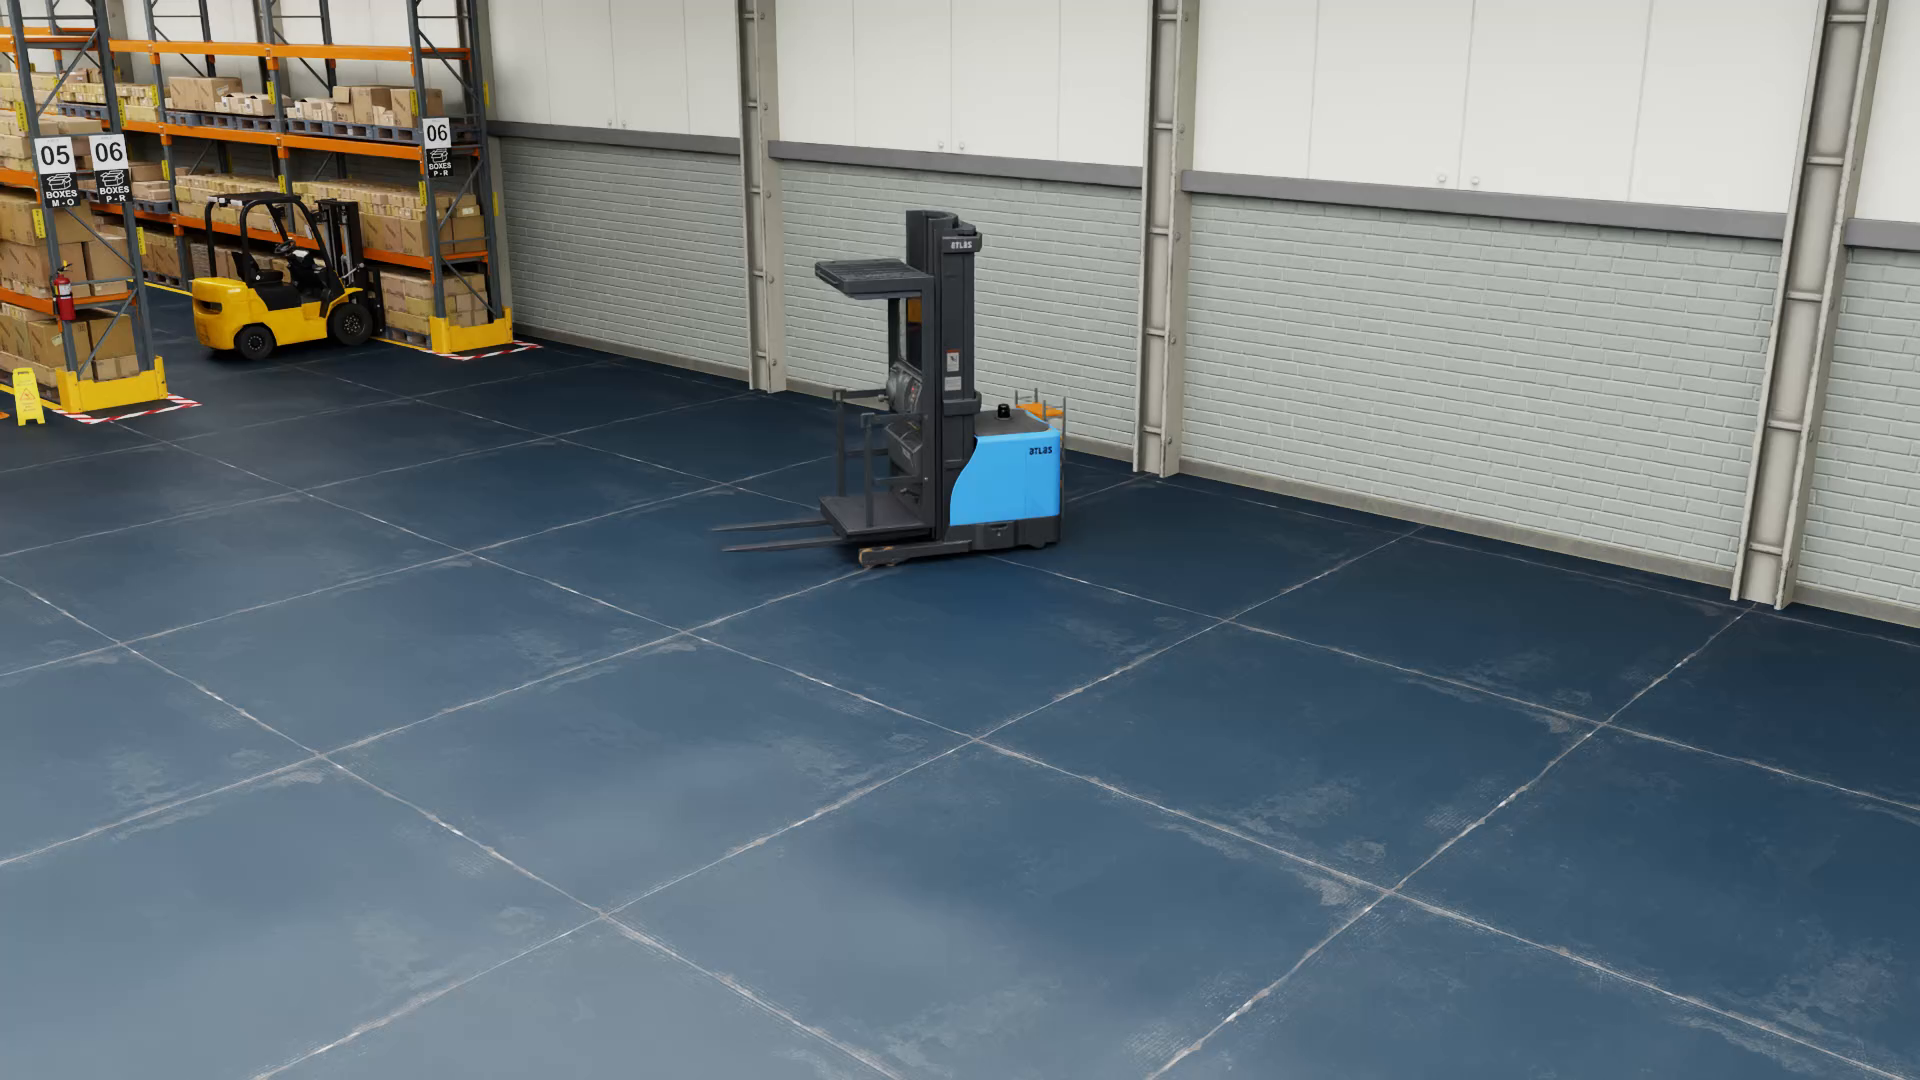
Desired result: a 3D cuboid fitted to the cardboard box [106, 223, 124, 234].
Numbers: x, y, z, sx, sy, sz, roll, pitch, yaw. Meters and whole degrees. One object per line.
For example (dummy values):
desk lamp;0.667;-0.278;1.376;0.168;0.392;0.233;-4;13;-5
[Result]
cardboard box;-15.426;-5.720;30.542;0.250;0.149;0.380;14;22;36

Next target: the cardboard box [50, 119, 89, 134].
cardboard box;-10.622;-4.943;19.866;0.250;0.149;0.380;15;23;39

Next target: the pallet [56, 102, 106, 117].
pallet;-15.534;-7.815;30.129;1.003;0.211;1.213;15;23;39

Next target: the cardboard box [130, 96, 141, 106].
cardboard box;-13.984;-7.538;28.536;0.250;0.149;0.380;15;23;39

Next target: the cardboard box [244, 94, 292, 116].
cardboard box;-10.695;-6.740;25.721;0.500;0.311;0.500;14;22;38

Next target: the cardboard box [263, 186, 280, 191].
cardboard box;-10.748;-5.499;26.243;0.250;0.149;0.380;15;23;39

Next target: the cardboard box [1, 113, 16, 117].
cardboard box;-11.887;-5.322;21.060;0.250;0.149;0.380;15;23;40

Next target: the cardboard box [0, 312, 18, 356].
cardboard box;-11.830;-2.644;21.096;0.500;0.500;0.500;14;23;38

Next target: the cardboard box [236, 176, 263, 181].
cardboard box;-11.810;-5.959;27.692;0.250;0.149;0.380;15;23;39

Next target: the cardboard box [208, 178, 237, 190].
cardboard box;-12.120;-5.852;27.355;0.250;0.149;0.380;15;23;40

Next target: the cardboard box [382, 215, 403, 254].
cardboard box;-7.925;-4.405;23.868;0.500;0.500;0.500;16;24;41

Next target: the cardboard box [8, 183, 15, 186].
cardboard box;-18.683;-7.136;33.054;0.250;0.149;0.380;16;23;41

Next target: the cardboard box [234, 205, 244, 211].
cardboard box;-11.297;-5.428;26.679;0.500;0.250;0.500;16;23;40

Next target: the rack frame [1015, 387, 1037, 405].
rack frame;0.625;-0.850;15.805;0.240;1.200;0.015;-10;20;-28

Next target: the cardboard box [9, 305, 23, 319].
cardboard box;-11.570;-2.856;20.691;0.250;0.149;0.380;16;23;40

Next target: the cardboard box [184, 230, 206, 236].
cardboard box;-13.587;-5.403;29.542;0.250;0.149;0.380;15;23;40

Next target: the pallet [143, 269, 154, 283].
pallet;-14.426;-4.892;30.179;1.213;0.211;1.003;15;23;39

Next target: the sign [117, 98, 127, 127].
sign;-9.932;-5.057;19.685;0.005;0.325;0.100;15;23;39

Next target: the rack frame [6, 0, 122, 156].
rack frame;-10.292;-5.948;18.976;0.127;3.000;1.000;15;23;39

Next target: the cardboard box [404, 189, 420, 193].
cardboard box;-7.879;-5.037;24.294;0.250;0.149;0.380;16;24;41

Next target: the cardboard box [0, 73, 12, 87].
cardboard box;-18.434;-8.911;32.201;0.500;0.250;0.500;15;23;39

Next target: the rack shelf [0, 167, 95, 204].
rack shelf;-11.788;-4.577;20.804;4.000;0.370;1.077;15;23;39

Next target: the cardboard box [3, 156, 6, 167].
cardboard box;-11.274;-4.576;20.028;0.250;0.149;0.380;15;23;40

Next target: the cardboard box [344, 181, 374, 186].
cardboard box;-9.186;-5.408;25.464;0.250;0.149;0.380;15;23;39

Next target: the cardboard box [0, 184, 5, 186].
cardboard box;-12.731;-4.312;21.431;0.500;0.500;0.700;15;23;40

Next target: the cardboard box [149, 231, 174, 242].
cardboard box;-14.081;-5.352;29.382;0.250;0.149;0.380;16;24;41

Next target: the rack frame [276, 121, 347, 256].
rack frame;-9.992;-5.015;25.955;0.127;3.000;1.000;15;23;39

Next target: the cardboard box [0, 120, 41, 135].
cardboard box;-11.112;-4.887;19.690;0.250;0.149;0.380;15;23;39

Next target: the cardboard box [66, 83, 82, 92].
cardboard box;-15.797;-8.124;29.858;0.250;0.149;0.380;16;23;40

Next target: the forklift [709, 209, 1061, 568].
forklift;-0.673;-1.332;14.463;3.031;2.935;1.130;-6;18;-17

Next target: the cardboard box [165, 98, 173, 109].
cardboard box;-12.925;-7.246;27.552;0.250;0.166;0.380;15;23;39

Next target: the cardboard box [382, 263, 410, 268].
cardboard box;-8.356;-4.024;25.031;0.500;0.250;0.500;14;23;38

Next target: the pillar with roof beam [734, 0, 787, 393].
pillar with roof beam;-5.293;-5.236;16.735;0.400;9.000;9.100;15;23;39

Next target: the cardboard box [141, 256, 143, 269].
cardboard box;-14.604;-5.171;29.883;0.500;0.500;0.500;14;22;37

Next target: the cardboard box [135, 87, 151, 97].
cardboard box;-13.796;-7.629;28.330;0.250;0.149;0.380;14;22;37

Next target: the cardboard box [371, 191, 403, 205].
cardboard box;-8.232;-4.918;23.919;0.250;0.149;0.380;16;23;41

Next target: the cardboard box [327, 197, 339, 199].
cardboard box;-9.190;-5.031;24.769;0.250;0.149;0.380;15;23;39

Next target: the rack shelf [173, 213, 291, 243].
rack shelf;-11.488;-5.074;27.329;4.000;0.370;1.077;15;23;39

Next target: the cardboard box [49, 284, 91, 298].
cardboard box;-10.714;-2.995;20.006;0.250;0.149;0.380;16;24;41

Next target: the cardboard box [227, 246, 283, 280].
cardboard box;-11.529;-4.494;27.544;0.625;0.625;0.875;14;22;37

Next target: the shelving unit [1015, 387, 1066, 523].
shelving unit;0.746;-0.786;15.603;0.258;1.200;0.503;-10;20;-28

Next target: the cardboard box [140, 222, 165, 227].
cardboard box;-14.912;-5.787;30.752;0.250;0.149;0.380;14;22;37

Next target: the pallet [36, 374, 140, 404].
pallet;-10.933;-1.945;20.893;1.213;0.211;1.003;15;23;39

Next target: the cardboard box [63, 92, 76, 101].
cardboard box;-15.846;-7.969;29.861;0.250;0.149;0.380;15;23;40

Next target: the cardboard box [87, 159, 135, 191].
cardboard box;-15.375;-6.617;30.145;0.500;0.500;0.700;15;23;40

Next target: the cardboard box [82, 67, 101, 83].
cardboard box;-15.701;-8.472;30.270;0.258;0.266;0.396;15;23;38

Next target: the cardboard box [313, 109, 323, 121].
cardboard box;-9.283;-6.260;24.474;0.250;0.149;0.380;16;24;41

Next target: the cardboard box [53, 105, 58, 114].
cardboard box;-16.441;-7.937;30.618;0.250;0.149;0.380;15;23;39

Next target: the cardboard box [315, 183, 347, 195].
cardboard box;-9.498;-5.301;25.128;0.250;0.149;0.380;14;23;38

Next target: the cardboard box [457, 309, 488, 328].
cardboard box;-7.238;-3.244;24.227;0.500;0.250;0.500;15;23;39

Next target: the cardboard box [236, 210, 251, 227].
cardboard box;-11.273;-5.192;26.760;0.500;0.250;0.500;15;23;40

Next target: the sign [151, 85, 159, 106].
sign;-13.346;-7.372;27.568;0.005;0.325;0.100;15;23;39

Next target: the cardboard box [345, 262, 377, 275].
cardboard box;-9.083;-4.011;24.989;0.500;0.250;0.500;16;24;41

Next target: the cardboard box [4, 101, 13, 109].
cardboard box;-18.171;-8.392;32.051;0.250;0.149;0.380;15;23;39

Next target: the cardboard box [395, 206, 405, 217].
cardboard box;-7.810;-4.686;23.679;0.250;0.149;0.380;16;23;40

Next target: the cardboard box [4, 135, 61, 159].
cardboard box;-10.854;-4.630;19.539;0.500;0.250;0.500;15;23;39

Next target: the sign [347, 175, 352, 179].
sign;-9.625;-5.591;26.209;0.005;0.325;0.100;15;23;39
